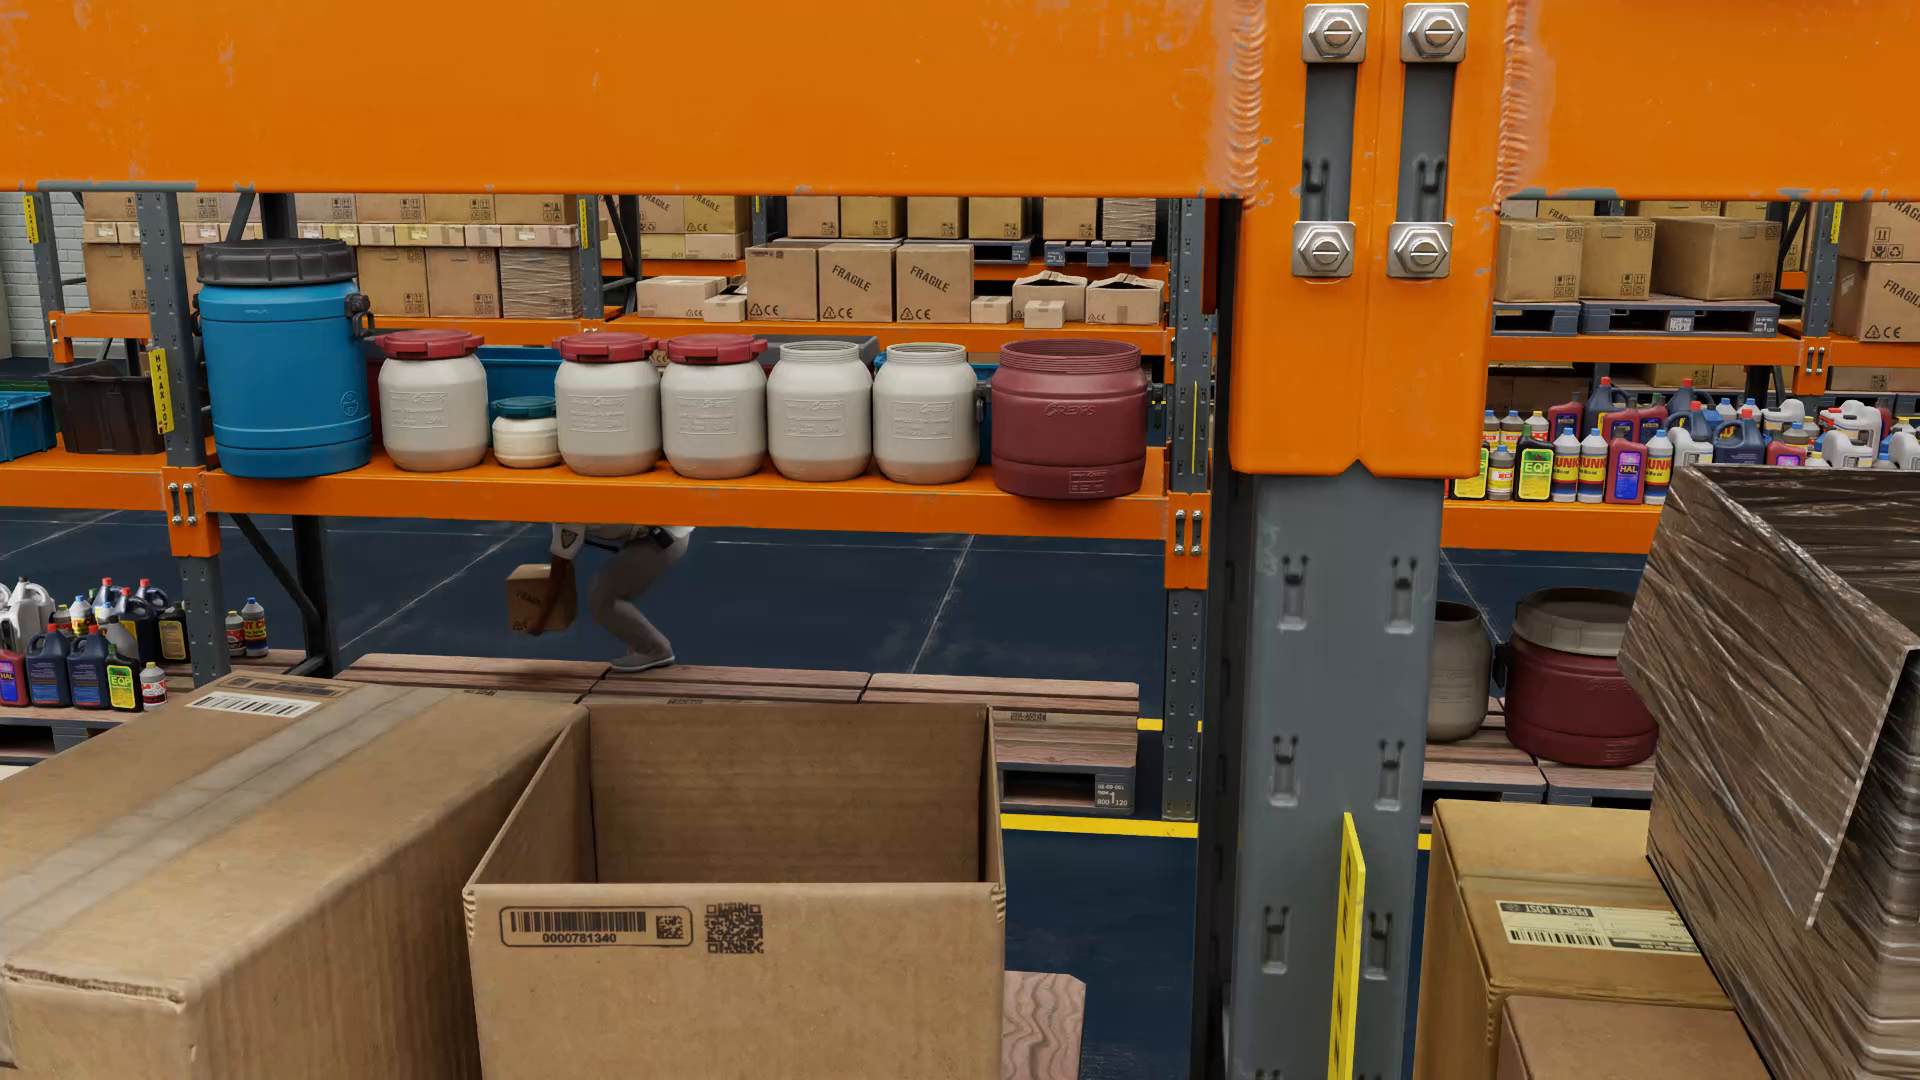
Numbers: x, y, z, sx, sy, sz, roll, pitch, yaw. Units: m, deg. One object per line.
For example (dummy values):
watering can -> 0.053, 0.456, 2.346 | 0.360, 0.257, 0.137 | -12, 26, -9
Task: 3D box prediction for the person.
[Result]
person -> -1.663, 0.178, 7.642 | 0.893, 1.256, 0.464 | -5, 15, -20
